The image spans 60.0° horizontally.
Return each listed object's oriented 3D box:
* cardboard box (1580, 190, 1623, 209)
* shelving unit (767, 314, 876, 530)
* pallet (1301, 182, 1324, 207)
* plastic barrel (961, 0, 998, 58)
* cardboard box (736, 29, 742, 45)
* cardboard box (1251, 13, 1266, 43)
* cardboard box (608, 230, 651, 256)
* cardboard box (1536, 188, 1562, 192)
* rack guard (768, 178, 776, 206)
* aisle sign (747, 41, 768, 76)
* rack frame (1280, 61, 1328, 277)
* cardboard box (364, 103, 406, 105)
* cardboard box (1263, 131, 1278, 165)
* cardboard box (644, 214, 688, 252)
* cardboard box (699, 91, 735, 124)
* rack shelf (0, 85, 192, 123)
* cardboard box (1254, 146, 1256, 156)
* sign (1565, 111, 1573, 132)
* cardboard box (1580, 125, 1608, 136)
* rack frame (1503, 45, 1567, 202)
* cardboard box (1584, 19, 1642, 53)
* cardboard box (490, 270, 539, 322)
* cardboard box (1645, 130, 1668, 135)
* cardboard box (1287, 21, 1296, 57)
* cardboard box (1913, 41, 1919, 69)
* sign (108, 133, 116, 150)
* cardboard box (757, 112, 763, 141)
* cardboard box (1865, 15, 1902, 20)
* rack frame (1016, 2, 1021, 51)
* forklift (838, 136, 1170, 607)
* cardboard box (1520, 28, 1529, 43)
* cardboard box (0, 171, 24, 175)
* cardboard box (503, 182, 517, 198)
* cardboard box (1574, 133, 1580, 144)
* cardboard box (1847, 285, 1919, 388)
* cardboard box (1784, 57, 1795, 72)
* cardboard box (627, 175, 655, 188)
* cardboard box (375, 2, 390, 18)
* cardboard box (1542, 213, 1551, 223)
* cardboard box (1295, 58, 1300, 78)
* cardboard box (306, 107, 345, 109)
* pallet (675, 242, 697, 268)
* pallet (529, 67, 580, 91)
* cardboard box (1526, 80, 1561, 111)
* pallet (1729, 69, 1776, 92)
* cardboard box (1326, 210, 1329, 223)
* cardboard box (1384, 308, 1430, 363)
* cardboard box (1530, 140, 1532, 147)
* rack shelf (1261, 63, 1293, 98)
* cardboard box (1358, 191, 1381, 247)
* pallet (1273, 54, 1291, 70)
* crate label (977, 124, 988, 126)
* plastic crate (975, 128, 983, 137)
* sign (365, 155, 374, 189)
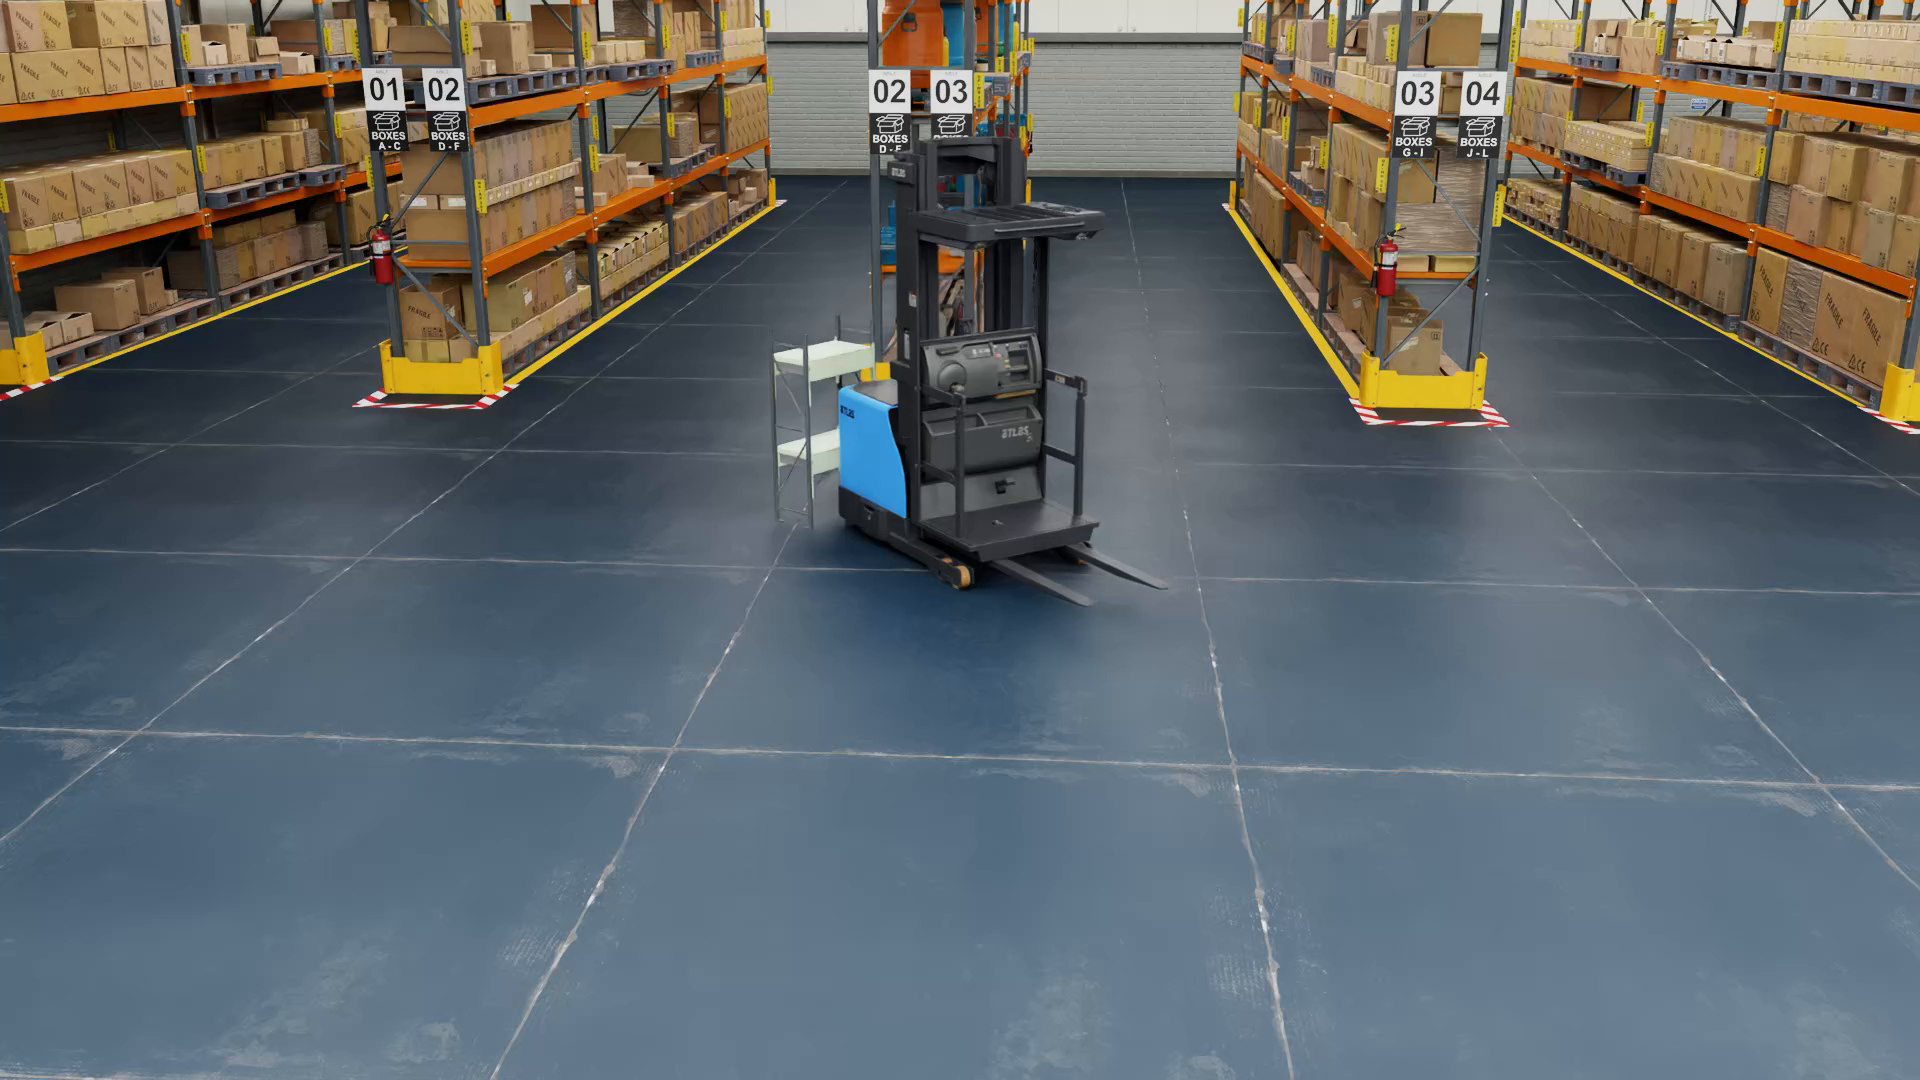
[{"bbox_3d":[10.020,-5.317,25.968,0.500,0.250,0.500,2,18,5],"label":"cardboard box"},{"bbox_3d":[-1.044,-0.921,12.822,0.431,1.500,0.755,14,23,37],"label":"shelving unit"},{"bbox_3d":[5.044,-4.531,21.741,1.003,0.211,1.213,1,18,4],"label":"pallet"},{"bbox_3d":[0.249,-7.354,23.866,0.600,0.830,0.708,1,18,4],"label":"plastic barrel"},{"bbox_3d":[-4.084,-8.750,28.930,0.500,0.250,0.500,1,18,4],"label":"cardboard box"},{"bbox_3d":[5.575,-9.108,29.588,0.700,0.500,0.500,1,18,2],"label":"cardboard box"},{"bbox_3d":[-4.597,-4.133,23.060,0.500,0.311,0.500,1,18,4],"label":"cardboard box"},{"bbox_3d":[10.285,-6.063,29.058,0.380,0.149,0.250,1,18,4],"label":"cardboard box"},{"bbox_3d":[-4.167,-6.733,32.169,1.175,0.500,0.348,1,18,4],"label":"rack guard"},{"bbox_3d":[-3.851,-9.194,31.490,0.394,0.787,0.004,1,18,4],"label":"aisle sign"},{"bbox_3d":[5.146,-5.238,23.590,1.000,3.000,0.127,1,18,4],"label":"rack frame"},{"bbox_3d":[-9.251,-6.899,26.785,0.500,0.250,0.500,2,18,5],"label":"cardboard box"},{"bbox_3d":[5.115,-6.234,26.471,0.500,0.500,0.500,1,18,4],"label":"cardboard box"},{"bbox_3d":[-4.417,-4.616,25.001,0.500,0.500,0.500,2,18,6],"label":"cardboard box"},{"bbox_3d":[-4.134,-7.365,28.316,0.500,0.500,0.500,2,18,5],"label":"cardboard box"},{"bbox_3d":[-10.106,-4.789,18.561,1.077,0.370,4.000,1,18,4],"label":"rack shelf"},{"bbox_3d":[5.146,-6.543,27.977,0.380,0.149,0.250,2,18,5],"label":"cardboard box"},{"bbox_3d":[9.830,-6.759,26.843,0.100,0.325,0.005,1,18,4],"label":"sign"},{"bbox_3d":[9.830,-6.345,25.743,0.380,0.149,0.250,1,18,3],"label":"cardboard box"},{"bbox_3d":[10.659,-7.580,30.739,1.000,3.000,0.127,1,18,4],"label":"rack frame"},{"bbox_3d":[10.235,-7.895,26.048,0.700,0.500,0.500,1,18,4],"label":"cardboard box"},{"bbox_3d":[-4.991,-2.697,18.374,0.500,0.500,0.500,1,18,4],"label":"cardboard box"},{"bbox_3d":[10.404,-6.006,24.708,0.380,0.149,0.250,2,18,6],"label":"cardboard box"},{"bbox_3d":[5.092,-7.371,24.449,0.500,0.500,0.500,2,18,7],"label":"cardboard box"},{"bbox_3d":[9.268,-4.512,15.486,0.500,0.250,0.500,2,18,5],"label":"cardboard box"},{"bbox_3d":[-10.517,-4.889,20.665,0.100,0.325,0.005,1,18,4],"label":"sign"},{"bbox_3d":[-3.956,-7.686,30.901,0.500,0.500,0.500,1,18,4],"label":"cardboard box"},{"bbox_3d":[15.381,-8.400,27.423,0.797,0.503,0.637,3,18,8],"label":"cardboard box"},{"bbox_3d":[0.492,-9.441,26.785,1.000,3.000,0.127,1,18,4],"label":"rack frame"},{"bbox_3d":[0.276,-1.218,11.435,1.130,2.935,3.031,-11,21,-30],"label":"forklift"},{"bbox_3d":[10.368,-9.038,29.810,0.500,0.250,0.500,2,18,5],"label":"cardboard box"},{"bbox_3d":[-10.382,-3.687,17.861,0.500,0.500,0.500,2,18,5],"label":"cardboard box"},{"bbox_3d":[-4.993,-3.769,17.905,0.380,0.149,0.250,1,18,2],"label":"cardboard box"},{"bbox_3d":[9.851,-6.287,26.043,0.380,0.149,0.250,2,18,5],"label":"cardboard box"},{"bbox_3d":[9.495,-2.013,16.487,0.875,0.875,0.875,1,18,4],"label":"cardboard box"},{"bbox_3d":[9.434,-5.301,18.535,0.380,0.149,0.250,1,18,3],"label":"cardboard box"},{"bbox_3d":[-4.524,-5.055,23.436,0.380,0.149,0.250,1,18,4],"label":"cardboard box"},{"bbox_3d":[-9.583,-8.580,26.901,0.500,0.250,0.500,3,18,8],"label":"cardboard box"},{"bbox_3d":[10.117,-5.474,28.217,0.380,0.149,0.250,1,18,2],"label":"cardboard box"},{"bbox_3d":[4.858,-6.452,22.718,0.500,0.250,0.500,2,18,5],"label":"cardboard box"},{"bbox_3d":[-9.822,-6.591,25.845,0.500,0.250,0.500,1,18,3],"label":"cardboard box"},{"bbox_3d":[-4.644,-4.366,25.408,1.003,0.211,1.213,1,18,4],"label":"pallet"},{"bbox_3d":[-5.057,-5.335,19.214,1.003,0.211,1.213,1,18,4],"label":"pallet"},{"bbox_3d":[10.273,-7.793,29.144,0.500,0.500,0.500,1,18,3],"label":"cardboard box"},{"bbox_3d":[9.815,-5.474,19.800,0.805,0.209,1.217,1,18,2],"label":"pallet"},{"bbox_3d":[4.543,-3.816,19.655,0.380,0.149,0.250,1,18,4],"label":"cardboard box"},{"bbox_3d":[4.642,-2.145,17.491,0.500,0.500,0.500,6,19,18],"label":"cardboard box"},{"bbox_3d":[10.333,-7.038,29.488,0.380,0.149,0.250,1,18,3],"label":"cardboard box"},{"bbox_3d":[5.289,-6.942,25.131,1.077,0.370,4.000,1,18,4],"label":"rack shelf"},{"bbox_3d":[4.555,-3.270,16.947,0.875,0.500,0.500,1,18,4],"label":"cardboard box"},{"bbox_3d":[5.216,-7.122,24.827,1.003,0.211,1.213,2,18,6],"label":"pallet"},{"bbox_3d":[0.433,-7.712,31.316,0.416,0.233,0.303,1,18,4],"label":"crate label"},{"bbox_3d":[0.185,-6.764,28.178,0.392,0.384,0.575,1,18,4],"label":"plastic crate"},{"bbox_3d":[-5.849,-3.655,16.519,0.100,0.325,0.005,1,18,4],"label":"sign"}]
